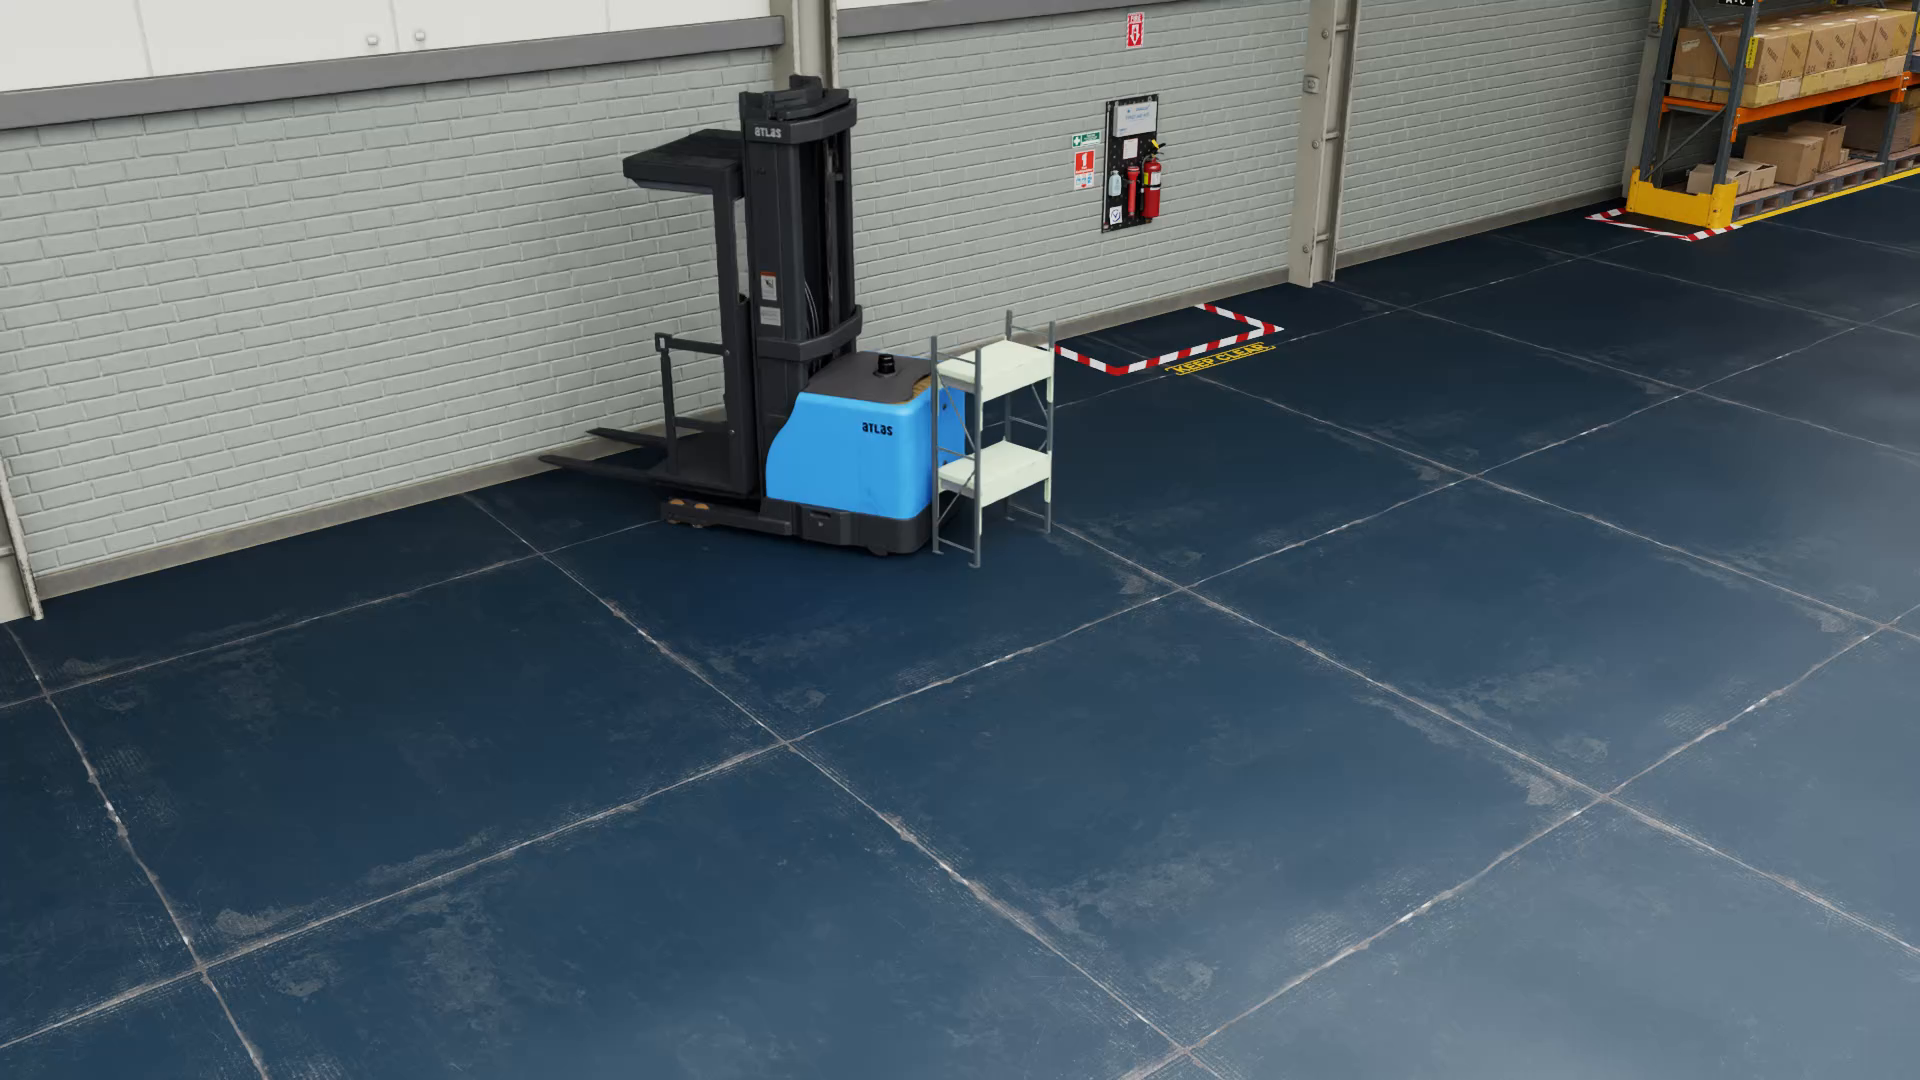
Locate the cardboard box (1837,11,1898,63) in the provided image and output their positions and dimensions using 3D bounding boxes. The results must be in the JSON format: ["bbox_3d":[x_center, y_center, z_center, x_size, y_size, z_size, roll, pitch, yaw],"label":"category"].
[{"bbox_3d":[10.848,-6.052,19.991,0.500,0.500,0.500,-18,31,-34],"label":"cardboard box"}]

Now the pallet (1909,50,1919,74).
[{"bbox_3d":[12.110,-6.191,21.254,1.213,0.211,1.003,-18,31,-34],"label":"pallet"}]

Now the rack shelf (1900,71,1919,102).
[{"bbox_3d":[12.992,-6.321,22.161,4.000,0.370,1.077,-18,31,-34],"label":"rack shelf"}]

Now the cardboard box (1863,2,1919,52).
[{"bbox_3d":[11.840,-6.493,21.037,0.500,0.500,0.700,-18,30,-34],"label":"cardboard box"}]

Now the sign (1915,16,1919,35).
[{"bbox_3d":[11.759,-6.343,20.325,0.005,0.325,0.100,-18,31,-34],"label":"sign"}]

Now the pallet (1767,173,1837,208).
[{"bbox_3d":[9.951,-4.358,20.389,1.213,0.211,1.003,-18,31,-34],"label":"pallet"}]

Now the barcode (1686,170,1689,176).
[{"bbox_3d":[8.638,-4.360,19.741,0.075,0.075,0.001,-18,31,-34],"label":"barcode"}]

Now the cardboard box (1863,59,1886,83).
[{"bbox_3d":[10.835,-5.718,20.163,0.500,0.250,0.500,-18,30,-34],"label":"cardboard box"}]

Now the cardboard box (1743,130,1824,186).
[{"bbox_3d":[9.927,-4.626,20.102,0.500,0.500,0.700,-21,32,-37],"label":"cardboard box"}]

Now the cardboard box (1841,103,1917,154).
[{"bbox_3d":[11.987,-5.390,21.747,0.500,0.500,0.700,-17,30,-32],"label":"cardboard box"}]

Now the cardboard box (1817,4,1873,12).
[{"bbox_3d":[10.920,-6.356,20.645,0.500,0.500,0.500,-19,31,-35],"label":"cardboard box"}]

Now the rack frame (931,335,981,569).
[{"bbox_3d":[-0.026,-0.550,10.653,0.400,1.500,0.023,20,32,37],"label":"rack frame"}]

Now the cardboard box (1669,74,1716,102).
[{"bbox_3d":[8.519,-5.215,19.078,0.500,0.250,0.500,-18,30,-33],"label":"cardboard box"}]

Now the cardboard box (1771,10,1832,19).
[{"bbox_3d":[10.115,-6.095,20.084,0.500,0.500,0.500,-17,30,-33],"label":"cardboard box"}]

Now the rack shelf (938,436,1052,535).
[{"bbox_3d":[0.216,-0.369,11.039,0.431,0.370,0.720,20,32,37],"label":"rack shelf"}]

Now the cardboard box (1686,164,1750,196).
[{"bbox_3d":[8.871,-4.218,19.448,0.500,0.311,0.500,-23,33,-40],"label":"cardboard box"}]

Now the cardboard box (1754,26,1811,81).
[{"bbox_3d":[9.227,-5.519,18.843,0.500,0.500,0.500,-18,30,-34],"label":"cardboard box"}]

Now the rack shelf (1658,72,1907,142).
[{"bbox_3d":[9.845,-5.282,19.922,4.000,0.370,1.077,-18,31,-34],"label":"rack shelf"}]

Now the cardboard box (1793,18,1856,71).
[{"bbox_3d":[10.036,-5.789,19.425,0.500,0.500,0.500,-17,30,-32],"label":"cardboard box"}]

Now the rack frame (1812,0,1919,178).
[{"bbox_3d":[11.418,-6.128,20.890,0.127,3.000,1.000,-18,31,-34],"label":"rack frame"}]

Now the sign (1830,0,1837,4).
[{"bbox_3d":[11.073,-6.836,21.040,0.005,0.325,0.100,-18,31,-34],"label":"sign"}]

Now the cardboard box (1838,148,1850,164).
[{"bbox_3d":[11.016,-4.893,21.073,0.380,0.166,0.250,22,33,39],"label":"cardboard box"}]

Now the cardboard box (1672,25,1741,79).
[{"bbox_3d":[8.510,-5.563,18.936,0.500,0.500,0.500,-19,31,-35],"label":"cardboard box"}]

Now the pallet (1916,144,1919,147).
[{"bbox_3d":[12.991,-5.384,22.600,1.213,0.211,1.003,-18,31,-34],"label":"pallet"}]

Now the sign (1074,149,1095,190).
[{"bbox_3d":[1.099,-3.276,14.703,0.234,0.329,0.001,-18,31,-34],"label":"sign"}]

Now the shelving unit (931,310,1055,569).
[{"bbox_3d":[0.216,-0.665,10.901,0.431,1.500,0.755,20,32,37],"label":"shelving unit"}]

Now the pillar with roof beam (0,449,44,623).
[{"bbox_3d":[-3.220,-2.176,5.250,0.400,9.000,9.100,-18,31,-34],"label":"pillar with roof beam"}]

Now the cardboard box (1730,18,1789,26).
[{"bbox_3d":[9.317,-5.826,19.503,0.500,0.500,0.500,-19,31,-35],"label":"cardboard box"}]

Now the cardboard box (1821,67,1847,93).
[{"bbox_3d":[10.054,-5.452,19.588,0.500,0.250,0.500,-18,30,-34],"label":"cardboard box"}]

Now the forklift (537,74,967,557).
[{"bbox_3d":[-1.521,-1.605,11.226,3.031,2.935,1.130,10,27,20],"label":"forklift"}]

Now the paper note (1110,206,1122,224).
[{"bbox_3d":[1.416,-2.946,15.082,0.142,0.148,0.016,-18,31,-34],"label":"paper note"}]

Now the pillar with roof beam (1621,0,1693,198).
[{"bbox_3d":[10.944,-6.852,15.325,0.400,9.000,9.100,-18,31,-34],"label":"pillar with roof beam"}]

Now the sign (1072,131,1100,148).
[{"bbox_3d":[1.108,-3.514,14.587,0.331,0.109,0.001,-18,31,-34],"label":"sign"}]

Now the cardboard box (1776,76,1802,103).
[{"bbox_3d":[9.250,-5.191,19.026,0.500,0.250,0.500,-19,31,-36],"label":"cardboard box"}]

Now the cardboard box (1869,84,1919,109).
[{"bbox_3d":[12.332,-5.846,21.838,0.500,0.250,0.500,-19,31,-35],"label":"cardboard box"}]
